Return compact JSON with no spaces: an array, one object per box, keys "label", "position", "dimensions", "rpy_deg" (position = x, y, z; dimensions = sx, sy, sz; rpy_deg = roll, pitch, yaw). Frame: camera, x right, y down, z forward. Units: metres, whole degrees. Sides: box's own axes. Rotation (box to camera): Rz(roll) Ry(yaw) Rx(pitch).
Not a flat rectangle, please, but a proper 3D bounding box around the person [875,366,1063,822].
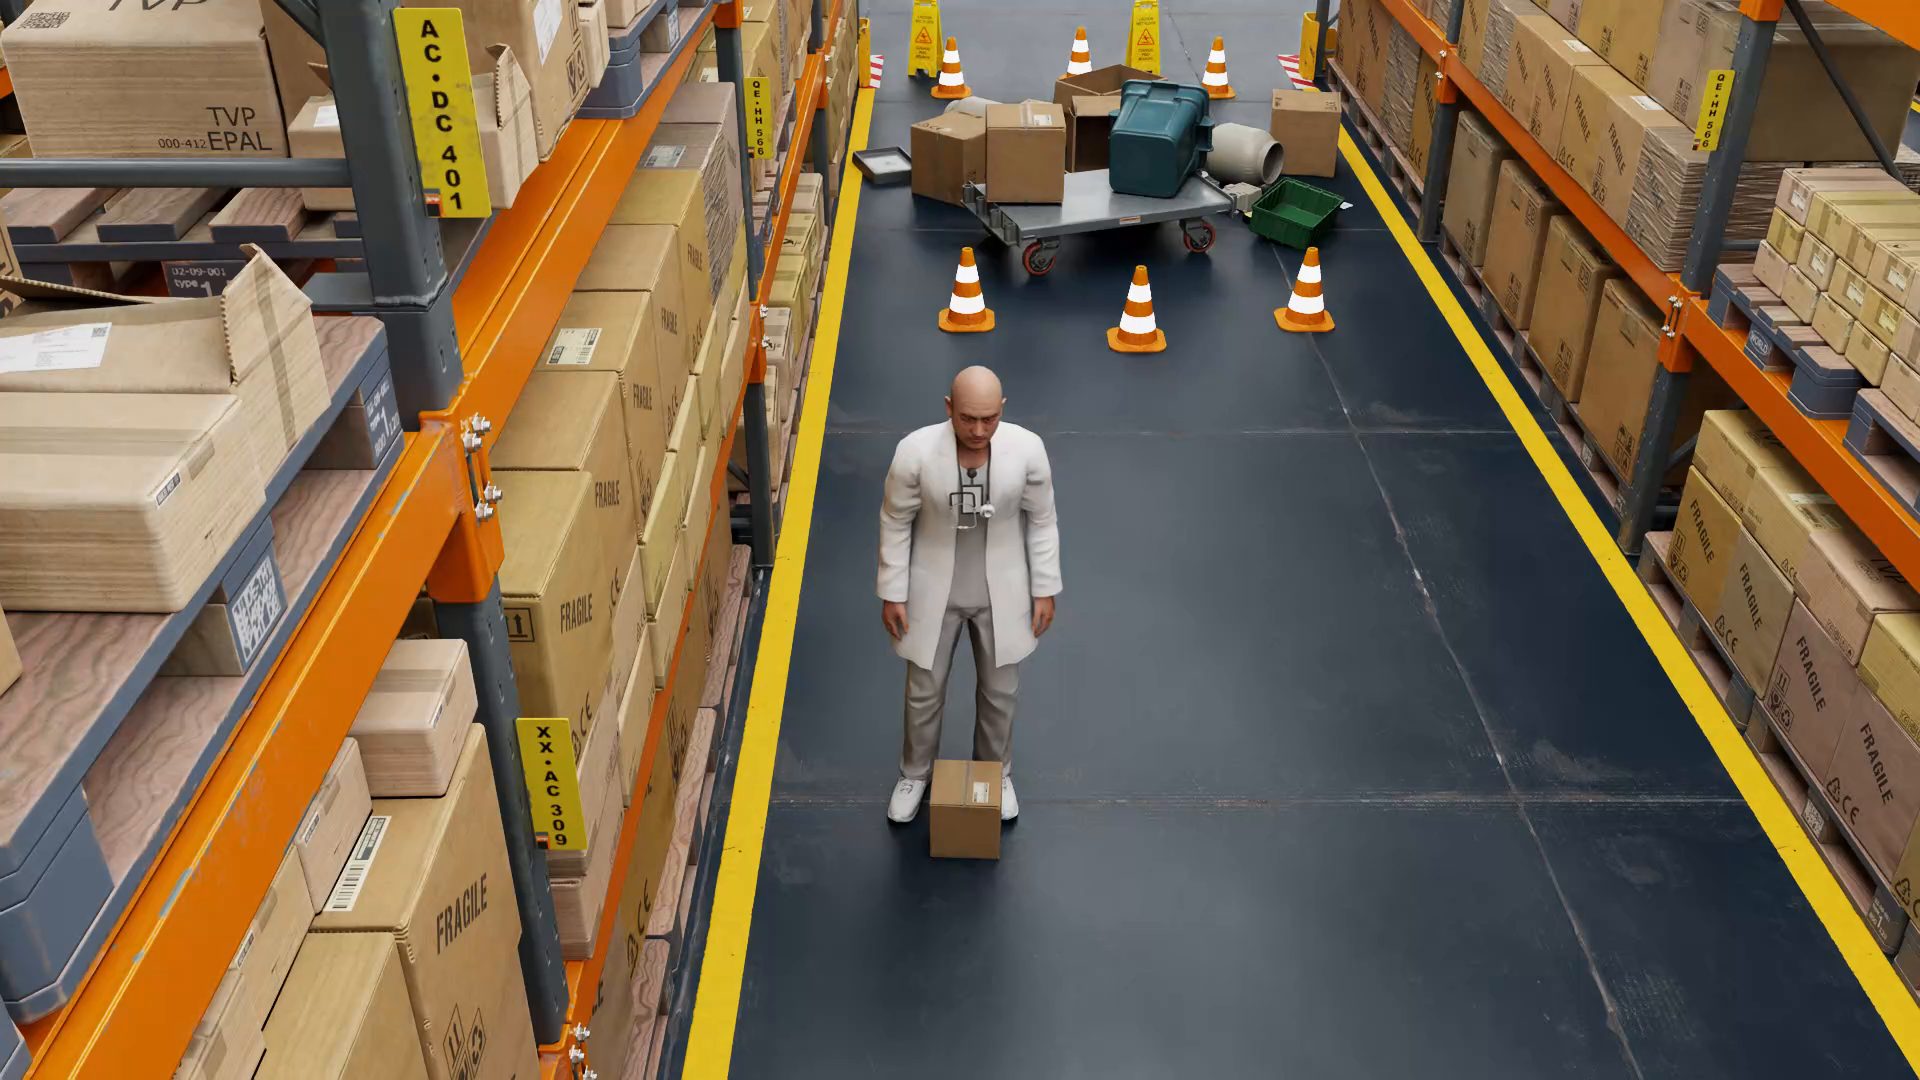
[{"label":"person","position":[0.031,0.191,5.831],"dimensions":[0.655,1.775,0.419],"rpy_deg":[-2,31,-3]}]
